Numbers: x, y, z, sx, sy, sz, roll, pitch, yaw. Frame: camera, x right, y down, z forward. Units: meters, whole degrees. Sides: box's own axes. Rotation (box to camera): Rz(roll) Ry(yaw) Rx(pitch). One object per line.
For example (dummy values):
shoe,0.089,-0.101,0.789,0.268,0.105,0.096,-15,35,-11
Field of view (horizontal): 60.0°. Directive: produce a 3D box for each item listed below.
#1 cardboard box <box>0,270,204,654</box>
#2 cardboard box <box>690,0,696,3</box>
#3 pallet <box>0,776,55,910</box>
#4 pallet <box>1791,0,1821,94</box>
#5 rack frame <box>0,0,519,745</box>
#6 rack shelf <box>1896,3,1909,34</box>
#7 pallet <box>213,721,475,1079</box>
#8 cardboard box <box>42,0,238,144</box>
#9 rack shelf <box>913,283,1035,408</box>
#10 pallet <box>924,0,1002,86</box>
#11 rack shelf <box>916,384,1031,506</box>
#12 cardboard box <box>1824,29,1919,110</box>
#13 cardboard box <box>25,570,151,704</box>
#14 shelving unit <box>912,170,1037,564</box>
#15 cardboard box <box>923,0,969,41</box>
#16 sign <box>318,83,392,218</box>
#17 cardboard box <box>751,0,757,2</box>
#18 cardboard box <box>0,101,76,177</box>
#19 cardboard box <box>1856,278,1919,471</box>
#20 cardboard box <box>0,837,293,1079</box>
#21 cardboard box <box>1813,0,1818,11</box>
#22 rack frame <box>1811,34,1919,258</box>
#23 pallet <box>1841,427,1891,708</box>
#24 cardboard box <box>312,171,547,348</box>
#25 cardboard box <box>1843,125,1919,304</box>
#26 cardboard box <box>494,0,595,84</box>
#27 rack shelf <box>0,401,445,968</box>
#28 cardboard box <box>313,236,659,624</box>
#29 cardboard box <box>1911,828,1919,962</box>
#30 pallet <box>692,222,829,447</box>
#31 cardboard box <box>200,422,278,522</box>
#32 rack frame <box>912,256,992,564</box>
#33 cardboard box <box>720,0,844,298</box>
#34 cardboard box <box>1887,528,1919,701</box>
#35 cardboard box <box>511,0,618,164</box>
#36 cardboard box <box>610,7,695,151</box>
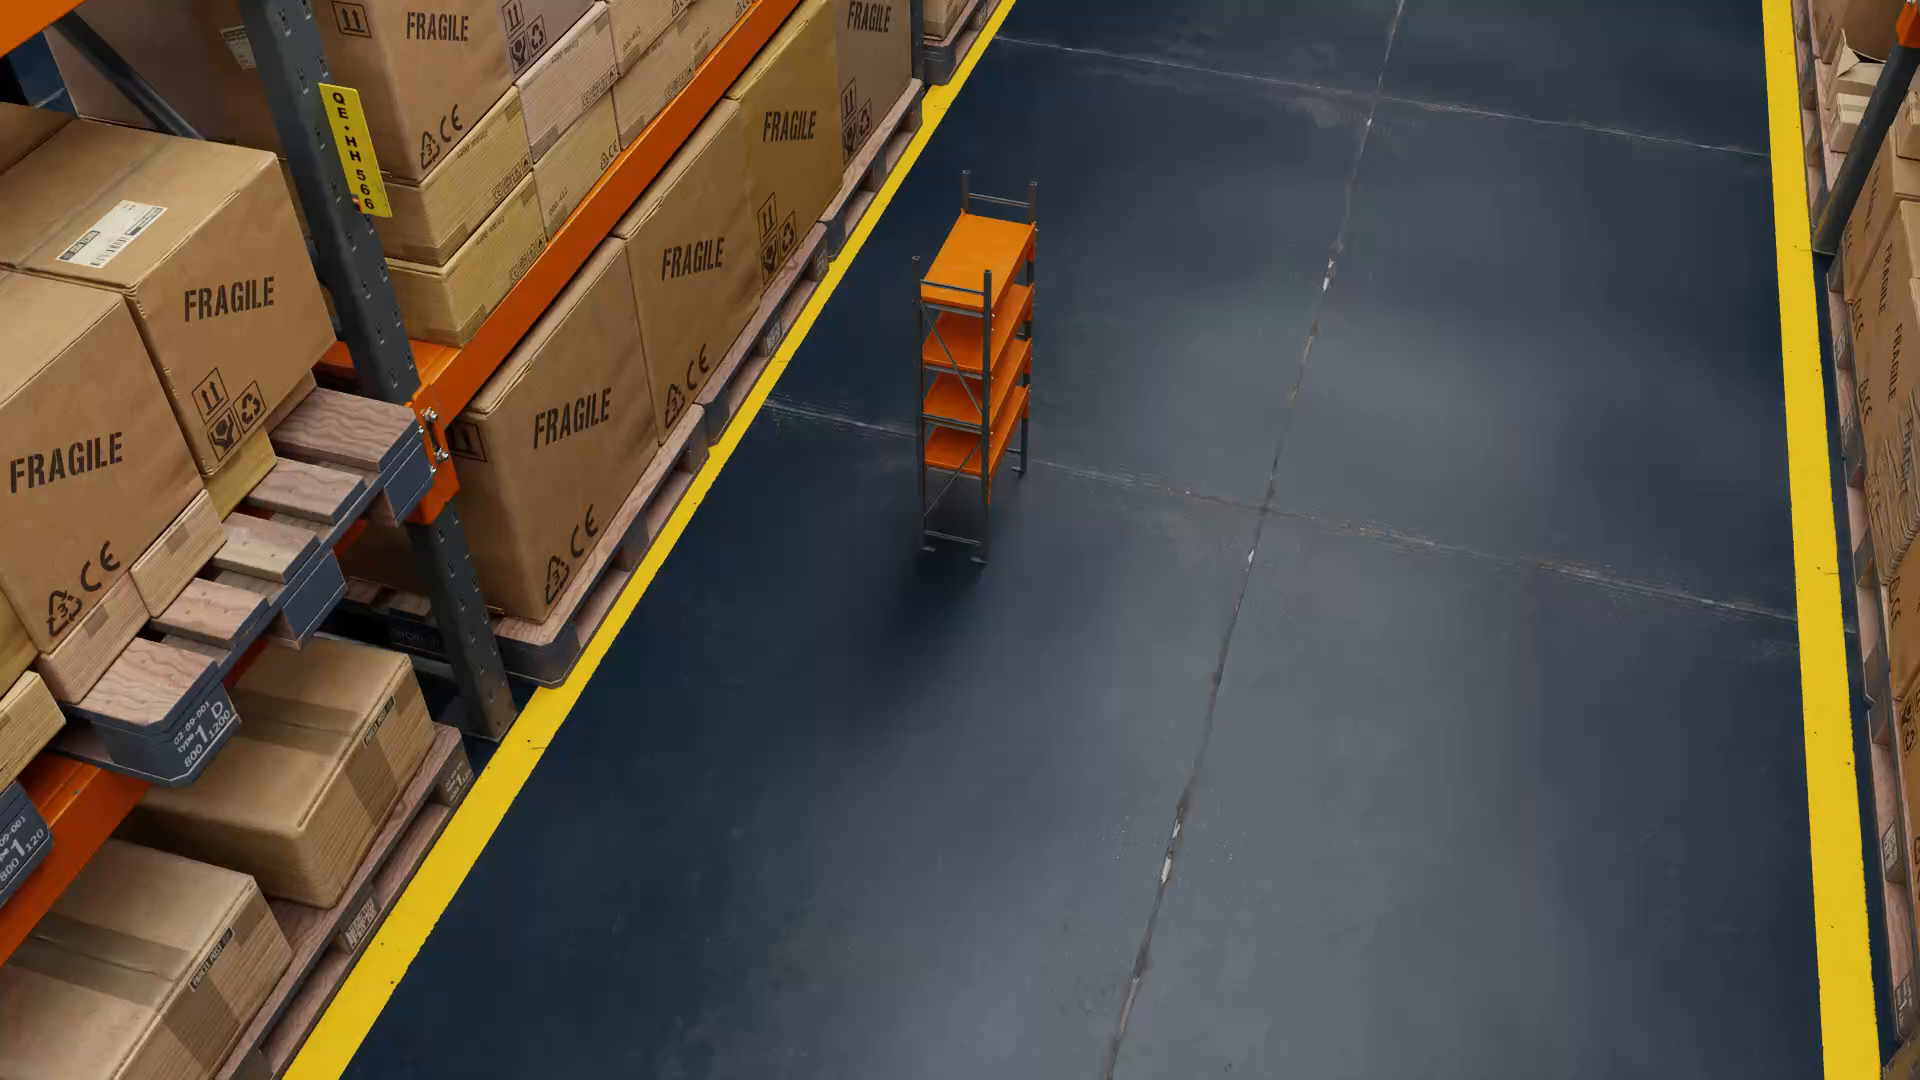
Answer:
cardboard box,-1.892,-0.174,3.198,0.500,0.500,0.500,12,46,12
cardboard box,-0.998,-2.010,5.409,0.500,0.250,0.500,13,46,13
pallet,-2.434,0.806,2.918,1.003,0.211,1.213,13,46,13
pallet,4.646,-2.484,8.138,1.003,0.211,1.213,13,46,13
rack frame,-1.873,-0.590,4.209,1.000,3.000,0.127,13,46,13
rack shelf,4.675,-3.284,7.475,1.077,0.370,4.000,13,46,13
pallet,-2.111,0.927,4.652,1.003,0.211,1.213,13,46,13
cardboard box,-1.966,-1.383,4.233,0.500,0.500,0.500,11,46,11
rack shelf,0.050,-0.651,5.334,0.258,0.148,0.480,13,46,13
pallet,-0.357,-2.750,8.410,1.003,0.211,1.213,13,46,13
rack shelf,0.050,-0.349,5.629,0.258,0.148,0.480,13,46,13
cardboard box,4.067,-2.052,7.357,0.396,0.266,0.258,14,46,14
cardboard box,-1.878,0.155,3.326,0.380,0.149,0.250,11,45,11
shelving unit,0.050,-0.539,5.443,0.258,1.200,0.503,13,46,13
cardboard box,-0.370,-2.887,8.087,0.875,0.438,0.875,12,46,12
sign,-1.353,-0.867,3.720,0.100,0.325,0.005,13,46,13
cardboard box,-0.884,-2.179,5.939,0.500,0.250,0.500,11,46,11
cardboard box,-2.230,-0.632,3.666,0.500,0.500,0.500,11,46,11
cardboard box,3.402,-0.501,5.604,0.500,0.500,0.500,11,45,11
cardboard box,-2.270,1.067,4.094,0.950,0.372,0.625,12,46,12
cardboard box,4.454,-2.850,8.005,0.500,0.500,0.500,13,46,13
rack frame,4.070,-2.208,5.861,1.000,3.000,0.127,13,46,13
pallet,3.492,0.155,5.441,1.003,0.211,1.213,13,46,13
cardboard box,-1.485,-0.810,4.540,0.500,0.250,0.500,12,46,12
cardboard box,3.709,-1.190,6.308,0.500,0.500,0.500,14,46,14
cardboard box,-1.350,-1.593,4.447,0.500,0.500,0.500,13,46,13
rack shelf,-2.479,1.000,3.098,1.077,0.370,4.000,13,46,13
cardboard box,-1.585,-0.424,5.257,0.875,0.875,0.875,12,46,12
cardboard box,2.782,0.874,4.199,0.500,0.500,0.500,14,46,14
pallet,-1.192,-0.914,6.533,1.003,0.211,1.213,13,46,13
cardboard box,-1.761,-0.188,3.677,0.380,0.149,0.250,13,46,13
rack frame,-0.024,-0.377,5.277,0.240,1.200,0.015,13,46,13
cardboard box,-1.040,-1.613,6.473,0.875,0.875,0.875,14,46,14
cardboard box,3.099,0.194,4.894,0.500,0.500,0.500,14,46,14
cardboard box,-1.327,-1.345,4.730,0.500,0.250,0.500,14,46,13
cardboard box,-1.182,-1.504,5.250,0.500,0.250,0.500,14,46,14
